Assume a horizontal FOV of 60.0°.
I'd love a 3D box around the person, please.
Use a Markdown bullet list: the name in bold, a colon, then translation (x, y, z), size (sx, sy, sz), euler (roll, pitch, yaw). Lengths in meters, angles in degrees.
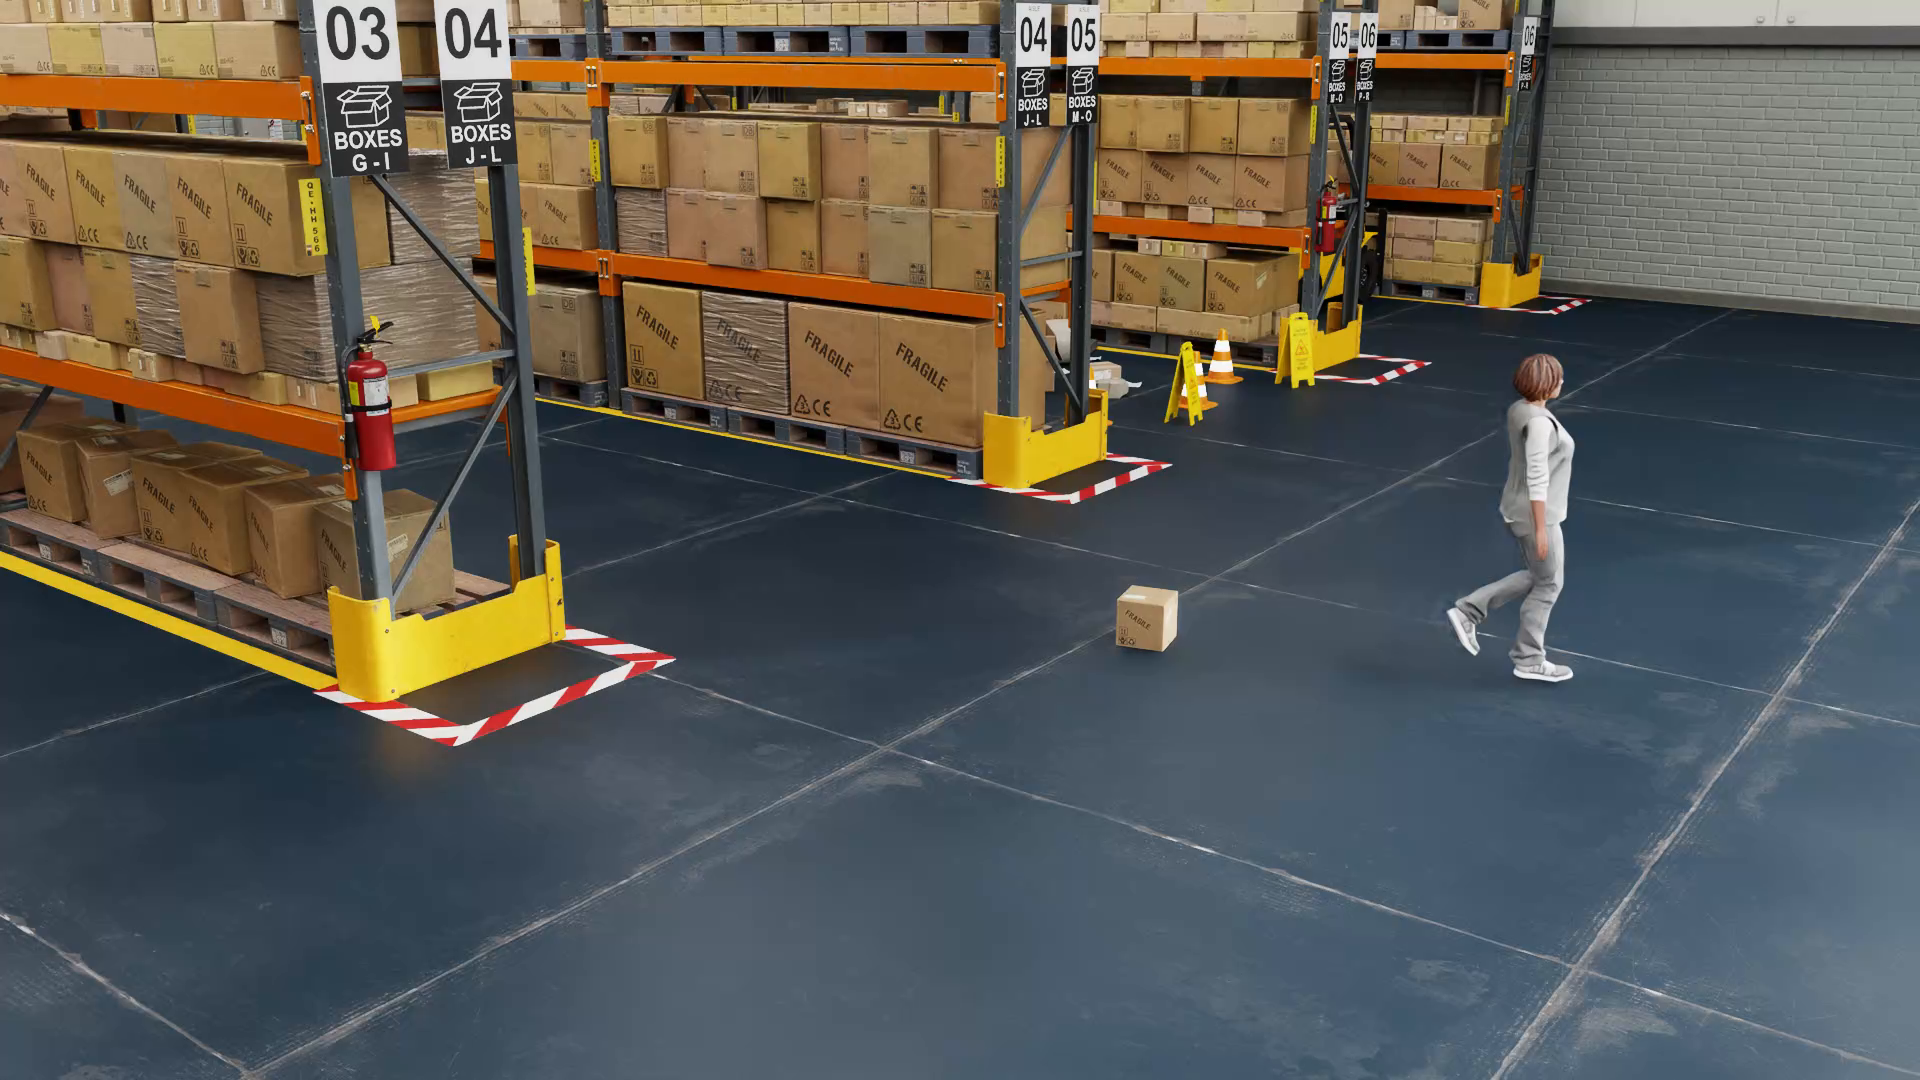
- **person**: translation (2.657, -0.100, 7.850), size (0.584, 1.562, 0.429), euler (2, 17, 5)
